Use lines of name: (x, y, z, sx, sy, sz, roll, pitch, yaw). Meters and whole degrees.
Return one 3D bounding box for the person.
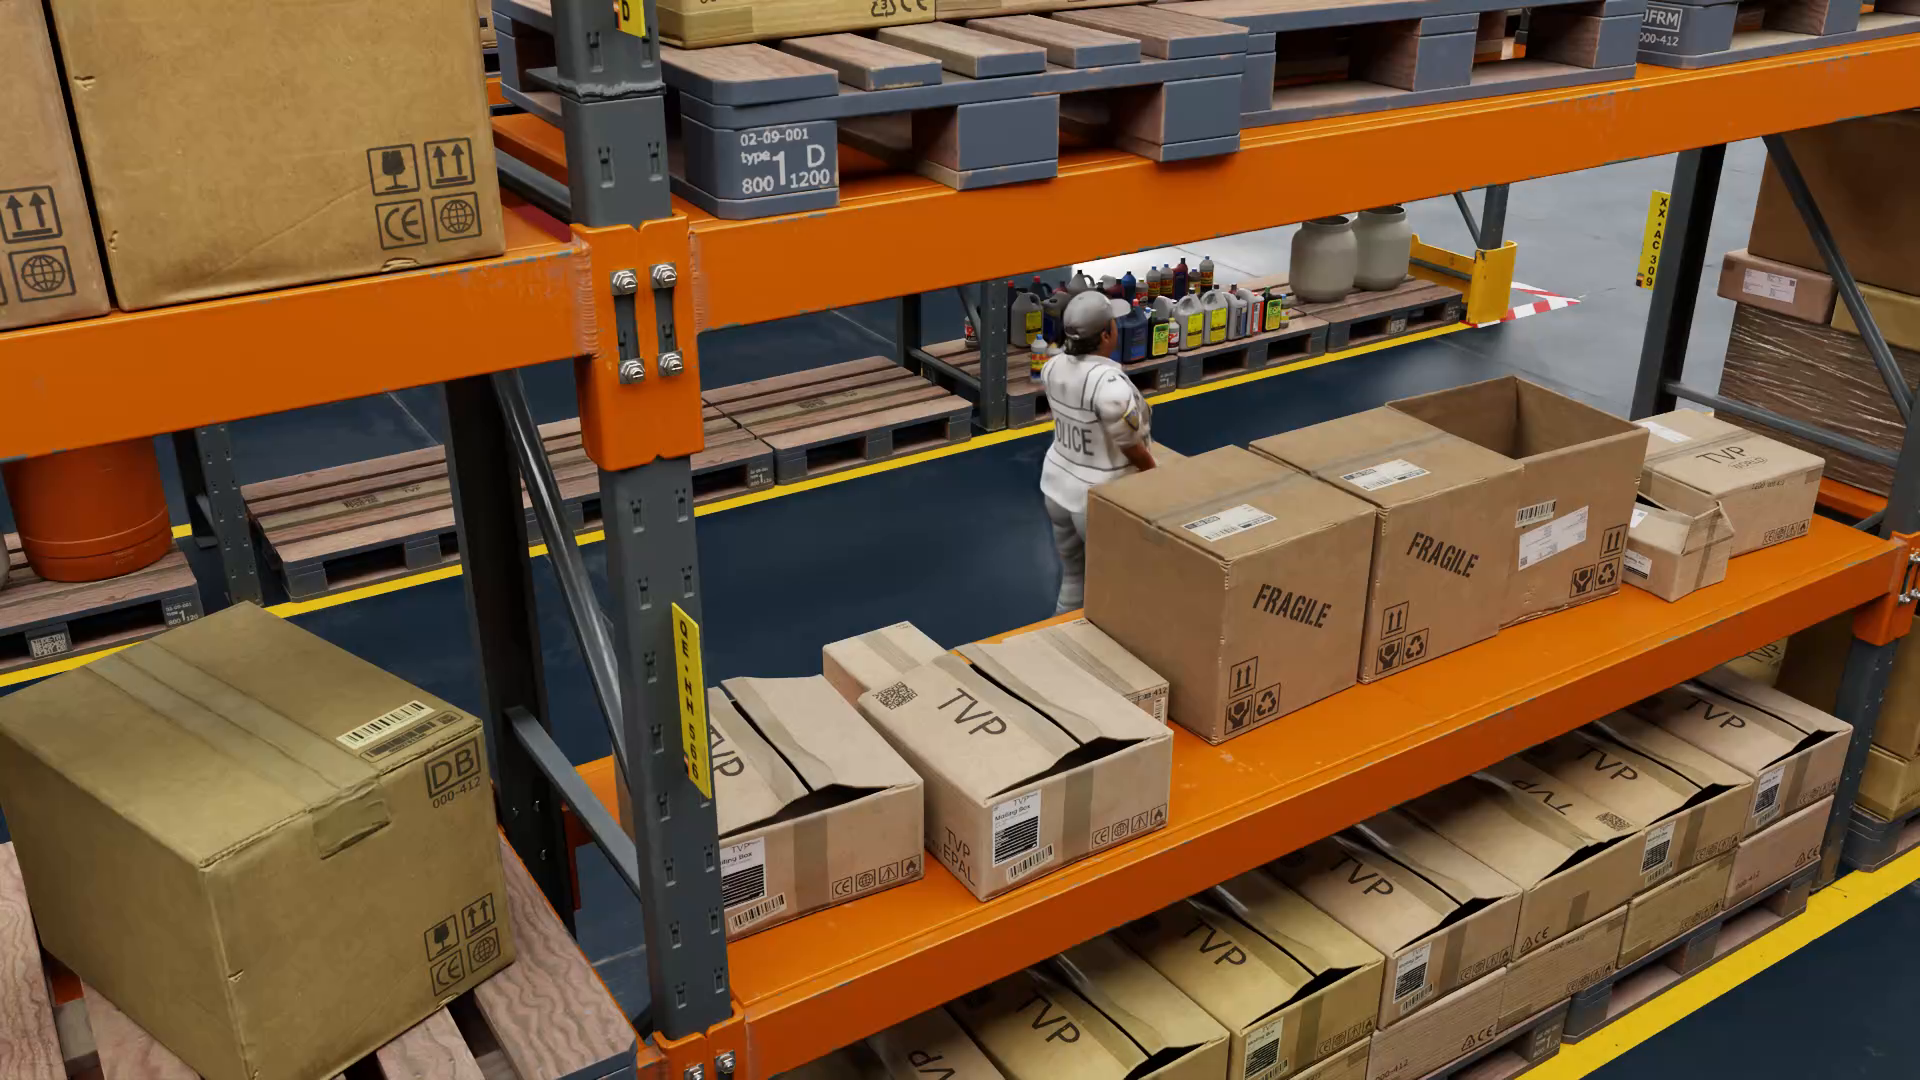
person: (0.570, -0.154, 6.423, 0.457, 1.671, 0.536, -16, 29, -30)
